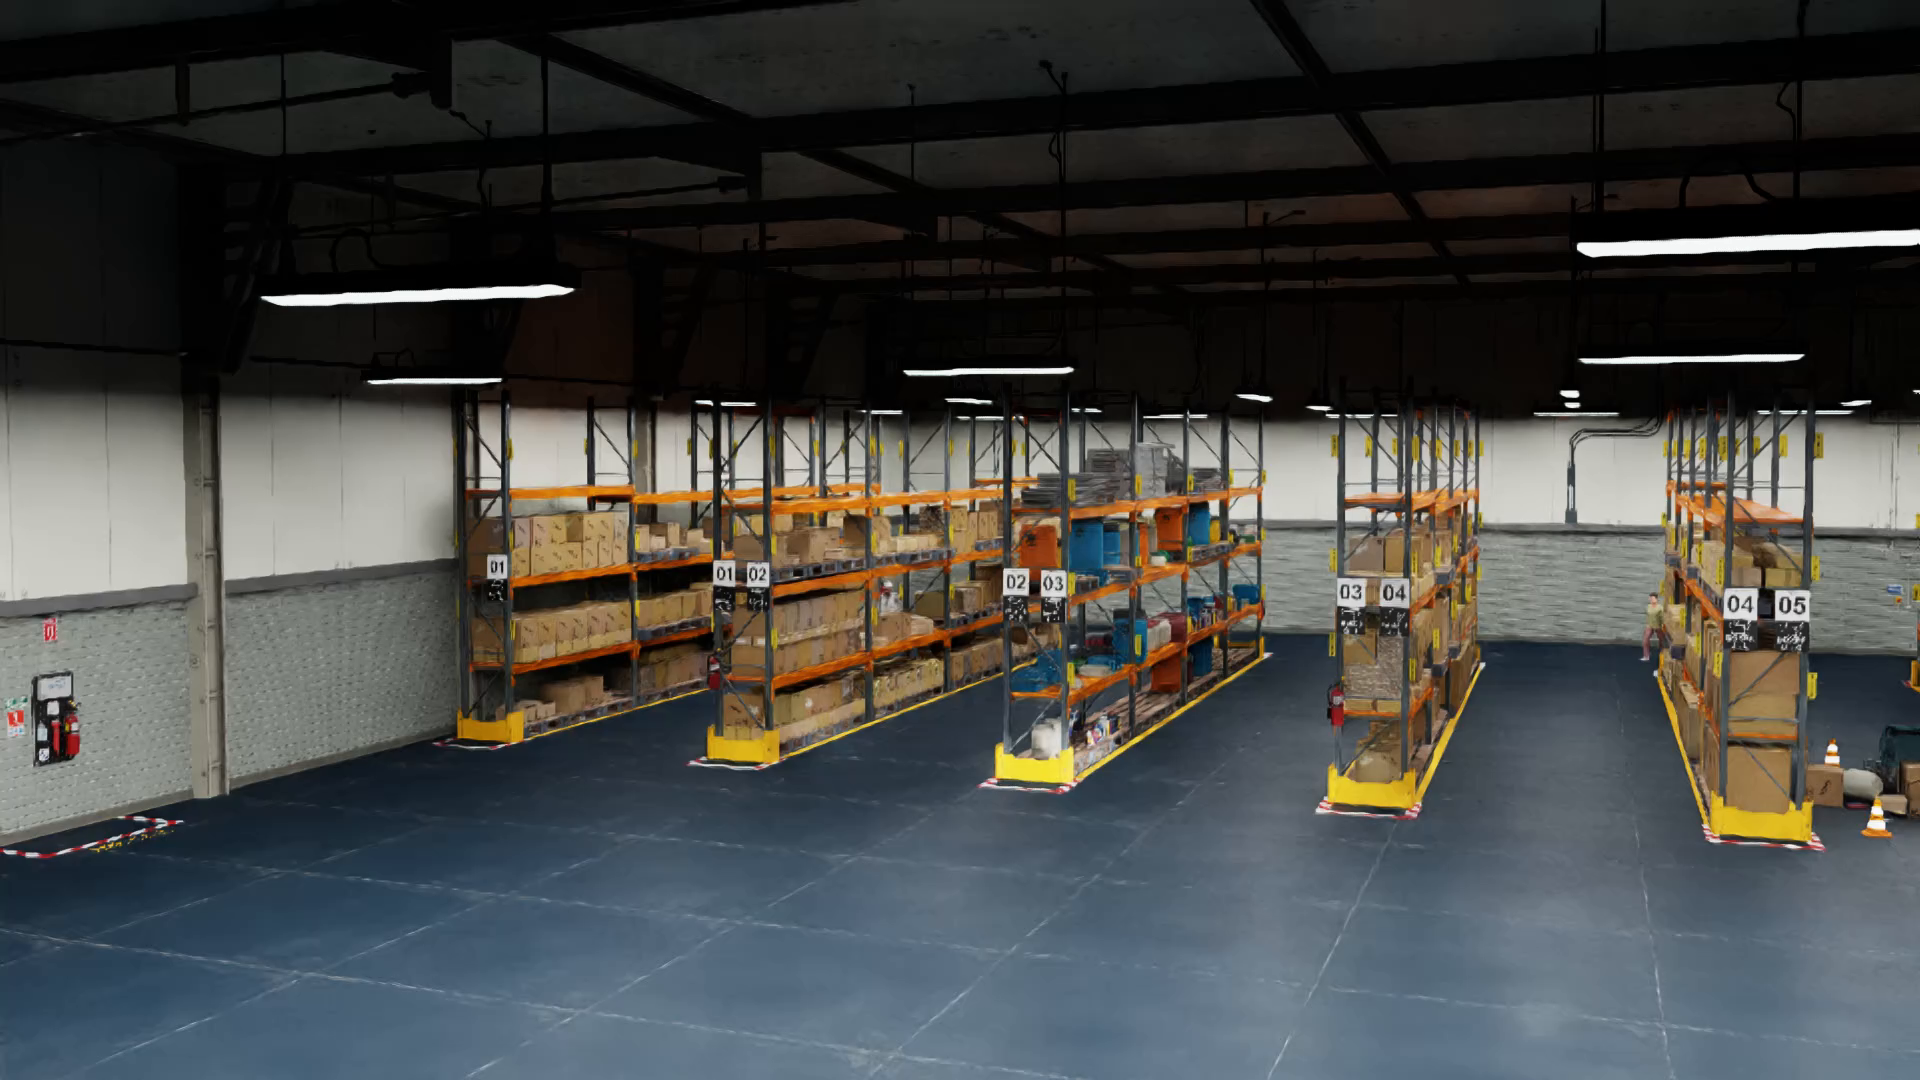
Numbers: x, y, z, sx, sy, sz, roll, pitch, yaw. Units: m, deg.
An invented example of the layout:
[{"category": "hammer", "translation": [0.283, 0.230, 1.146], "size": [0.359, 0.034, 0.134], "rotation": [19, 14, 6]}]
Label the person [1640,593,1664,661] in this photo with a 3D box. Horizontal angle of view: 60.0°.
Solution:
[{"category": "person", "translation": [16.397, 2.040, 39.157], "size": [0.491, 1.609, 0.953], "rotation": [3, 4, 41]}]

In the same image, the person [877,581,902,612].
[{"category": "person", "translation": [-1.754, 1.875, 41.287], "size": [0.677, 1.726, 0.574], "rotation": [1, 3, 18]}]
